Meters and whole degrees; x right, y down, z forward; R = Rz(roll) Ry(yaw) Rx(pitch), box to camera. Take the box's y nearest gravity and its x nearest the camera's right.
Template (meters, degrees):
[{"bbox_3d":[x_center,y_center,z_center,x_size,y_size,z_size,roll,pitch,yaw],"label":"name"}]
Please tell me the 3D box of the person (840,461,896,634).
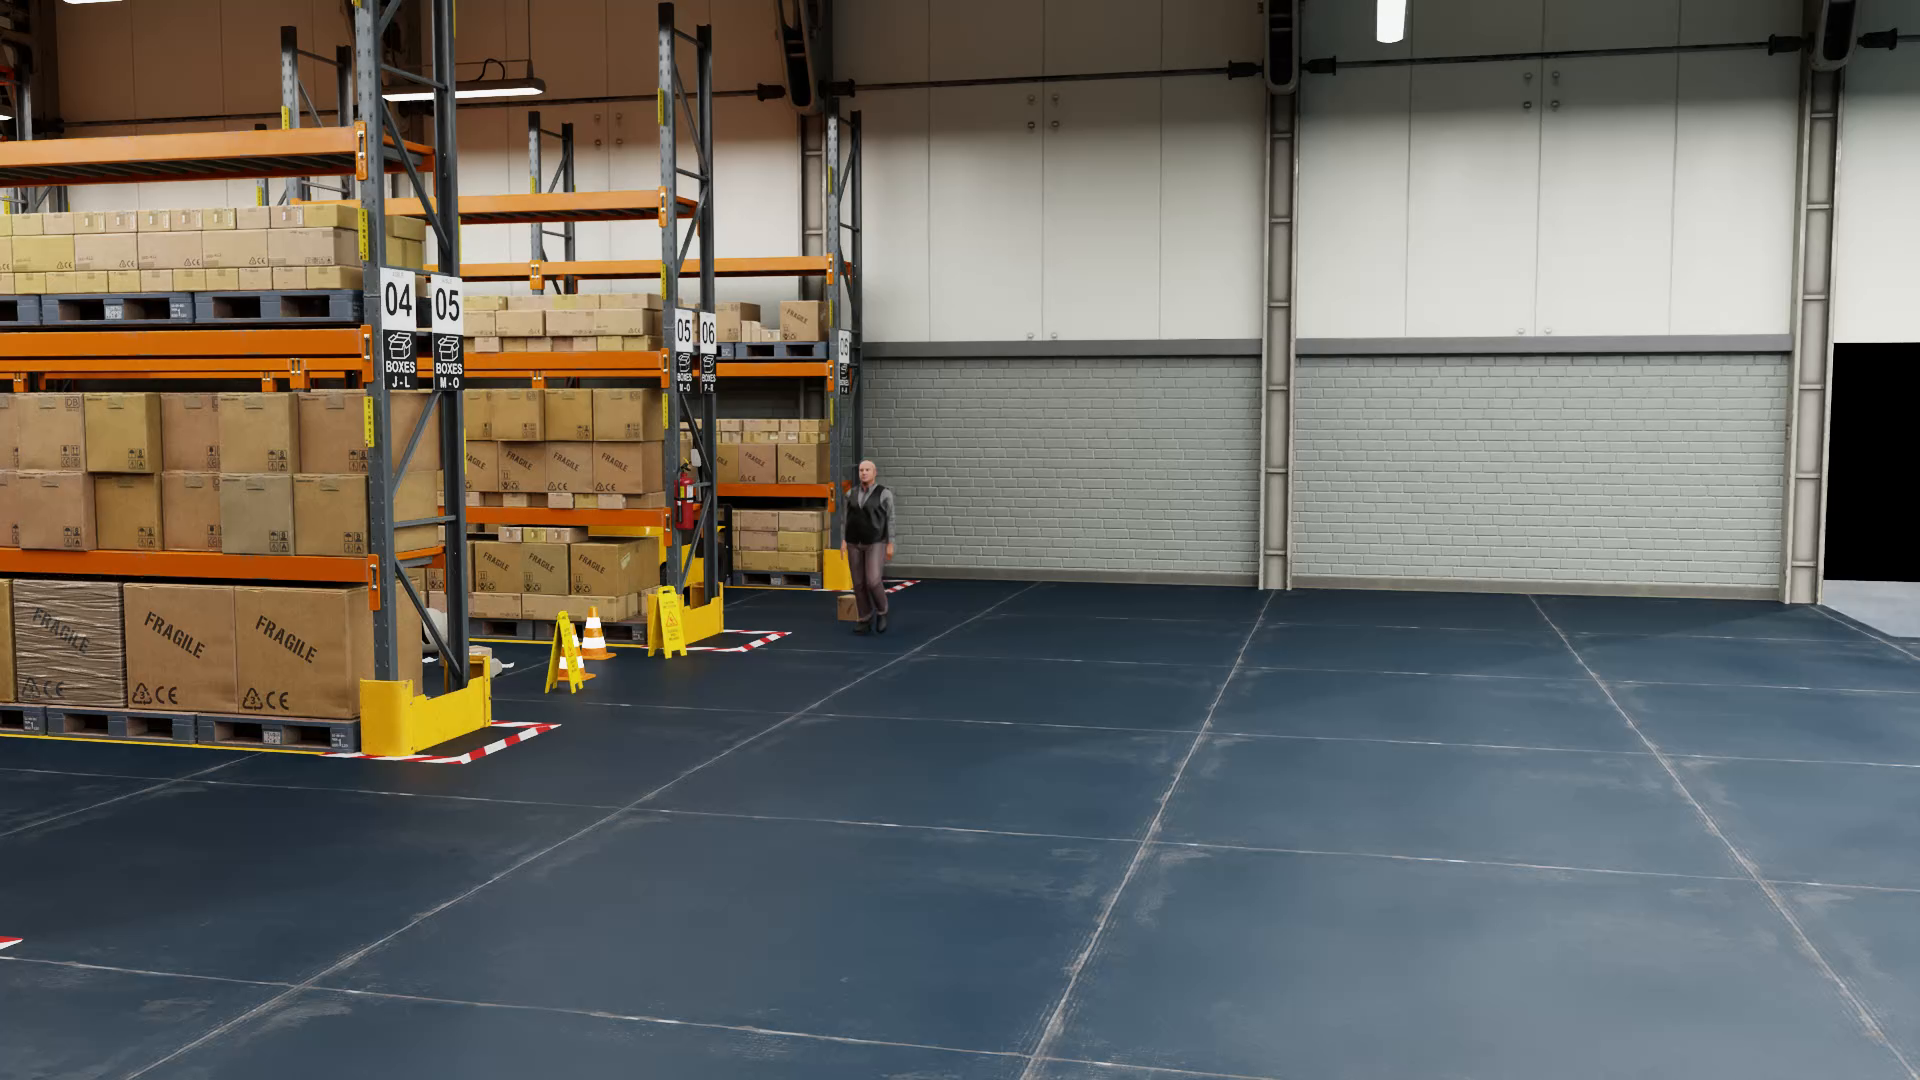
[{"bbox_3d":[-0.934,0.075,16.541,0.546,1.725,0.452,2,5,19],"label":"person"}]
